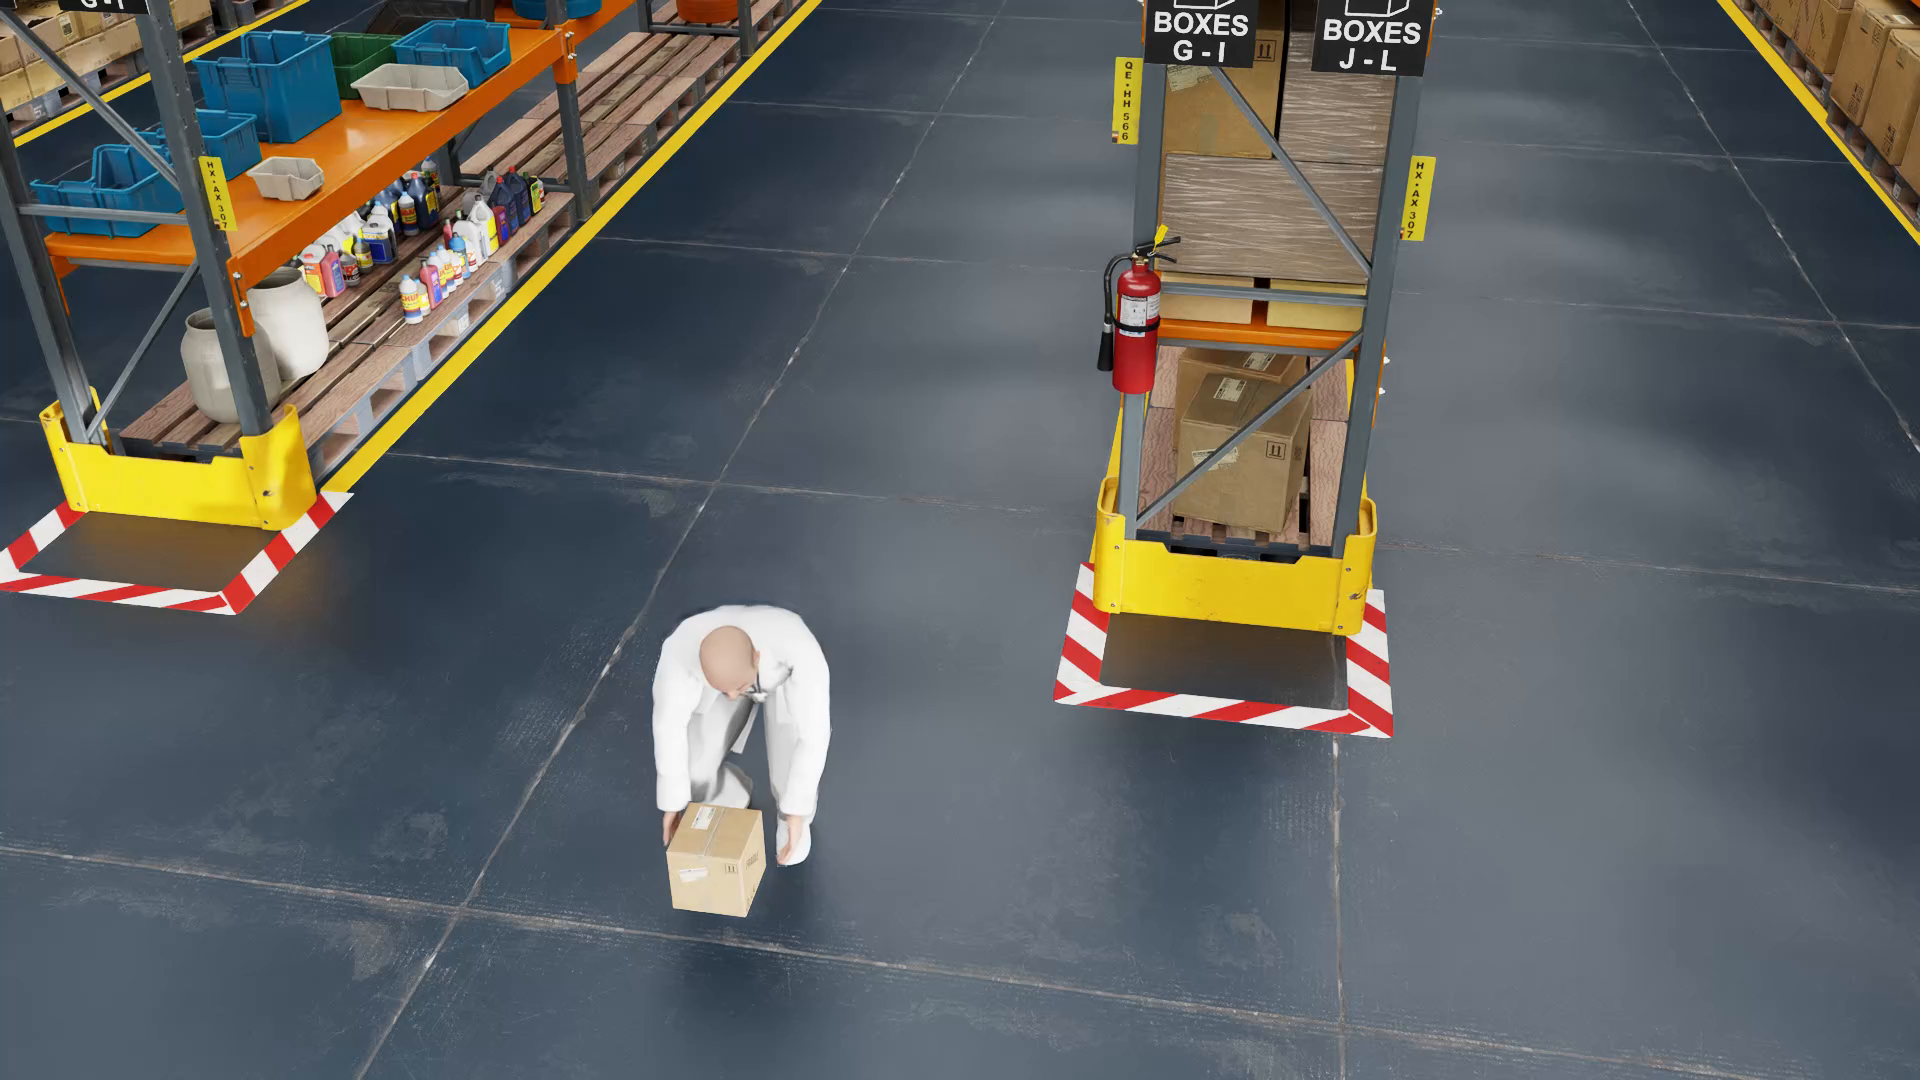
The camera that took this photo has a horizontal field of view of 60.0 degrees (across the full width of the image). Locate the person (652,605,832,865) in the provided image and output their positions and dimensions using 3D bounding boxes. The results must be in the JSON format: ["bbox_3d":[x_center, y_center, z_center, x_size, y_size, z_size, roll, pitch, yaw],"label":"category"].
[{"bbox_3d":[-0.715,0.626,5.739,0.621,1.154,0.836,5,32,8],"label":"person"}]
